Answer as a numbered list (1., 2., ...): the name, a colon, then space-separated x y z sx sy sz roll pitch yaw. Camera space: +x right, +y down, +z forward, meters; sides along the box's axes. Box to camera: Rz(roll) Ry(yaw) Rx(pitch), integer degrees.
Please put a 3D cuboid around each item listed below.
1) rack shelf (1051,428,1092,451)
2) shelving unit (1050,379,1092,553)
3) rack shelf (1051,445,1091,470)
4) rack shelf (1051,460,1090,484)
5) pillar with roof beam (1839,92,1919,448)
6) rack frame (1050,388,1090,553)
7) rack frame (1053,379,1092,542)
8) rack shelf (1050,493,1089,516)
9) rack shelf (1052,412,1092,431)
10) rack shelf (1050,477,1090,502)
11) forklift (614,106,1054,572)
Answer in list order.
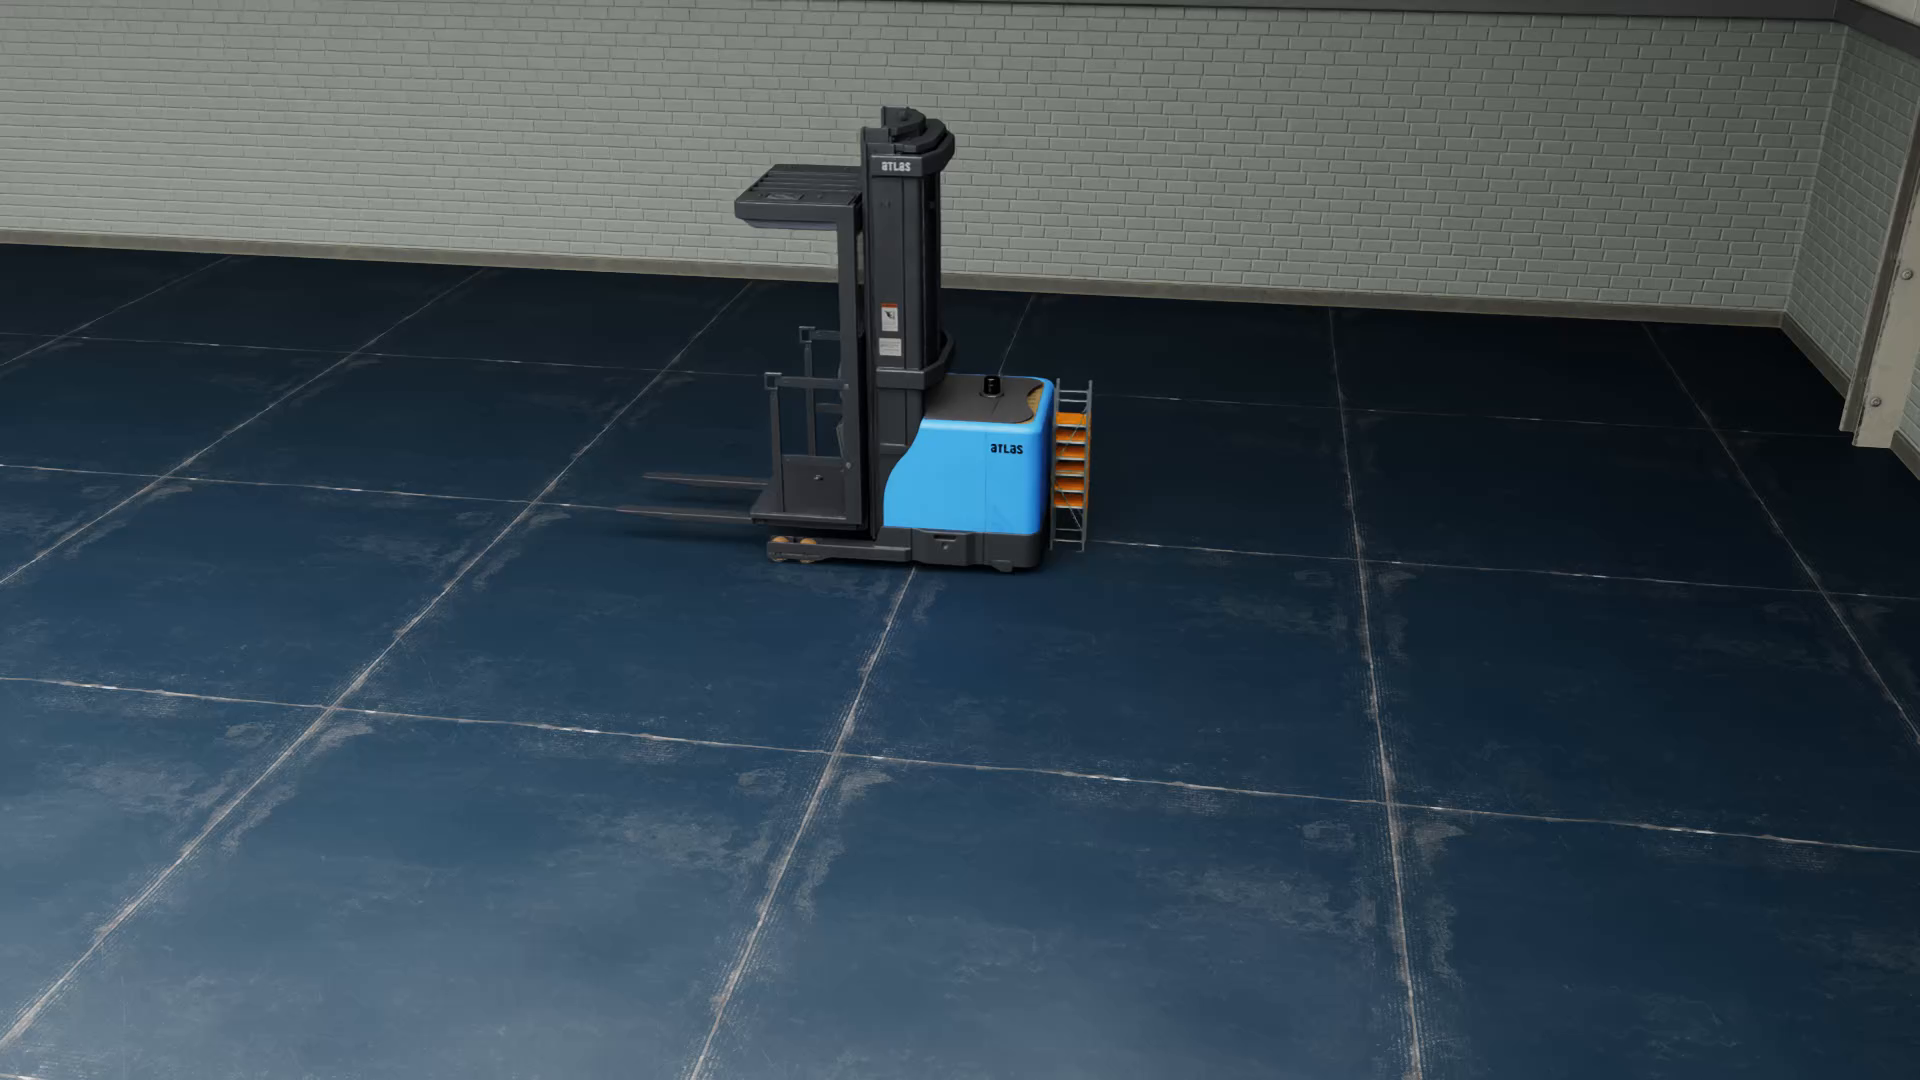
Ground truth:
1. rack shelf: 0.760 -0.679 11.323 0.258 0.103 0.180 4 25 8
2. shelving unit: 0.760 -0.502 11.406 0.258 1.200 0.189 4 25 8
3. rack shelf: 0.760 -0.570 11.374 0.258 0.103 0.180 4 25 8
4. rack shelf: 0.760 -0.462 11.425 0.258 0.103 0.180 4 25 8
5. pillar with roof beam: 3.121 -5.201 12.247 9.100 9.000 0.400 4 25 9
6. rack frame: 0.746 -0.463 11.324 0.240 1.200 0.006 4 25 8
7. rack frame: 0.773 -0.540 11.488 0.240 1.200 0.006 4 25 8
8. rack shelf: 0.759 -0.244 11.527 0.258 0.103 0.180 4 25 8
9. rack shelf: 0.760 -0.788 11.273 0.258 0.103 0.180 4 25 8
10. rack shelf: 0.759 -0.353 11.476 0.258 0.103 0.180 4 25 8
11. forklift: -0.888 -1.383 11.247 3.031 2.935 1.130 4 25 8
